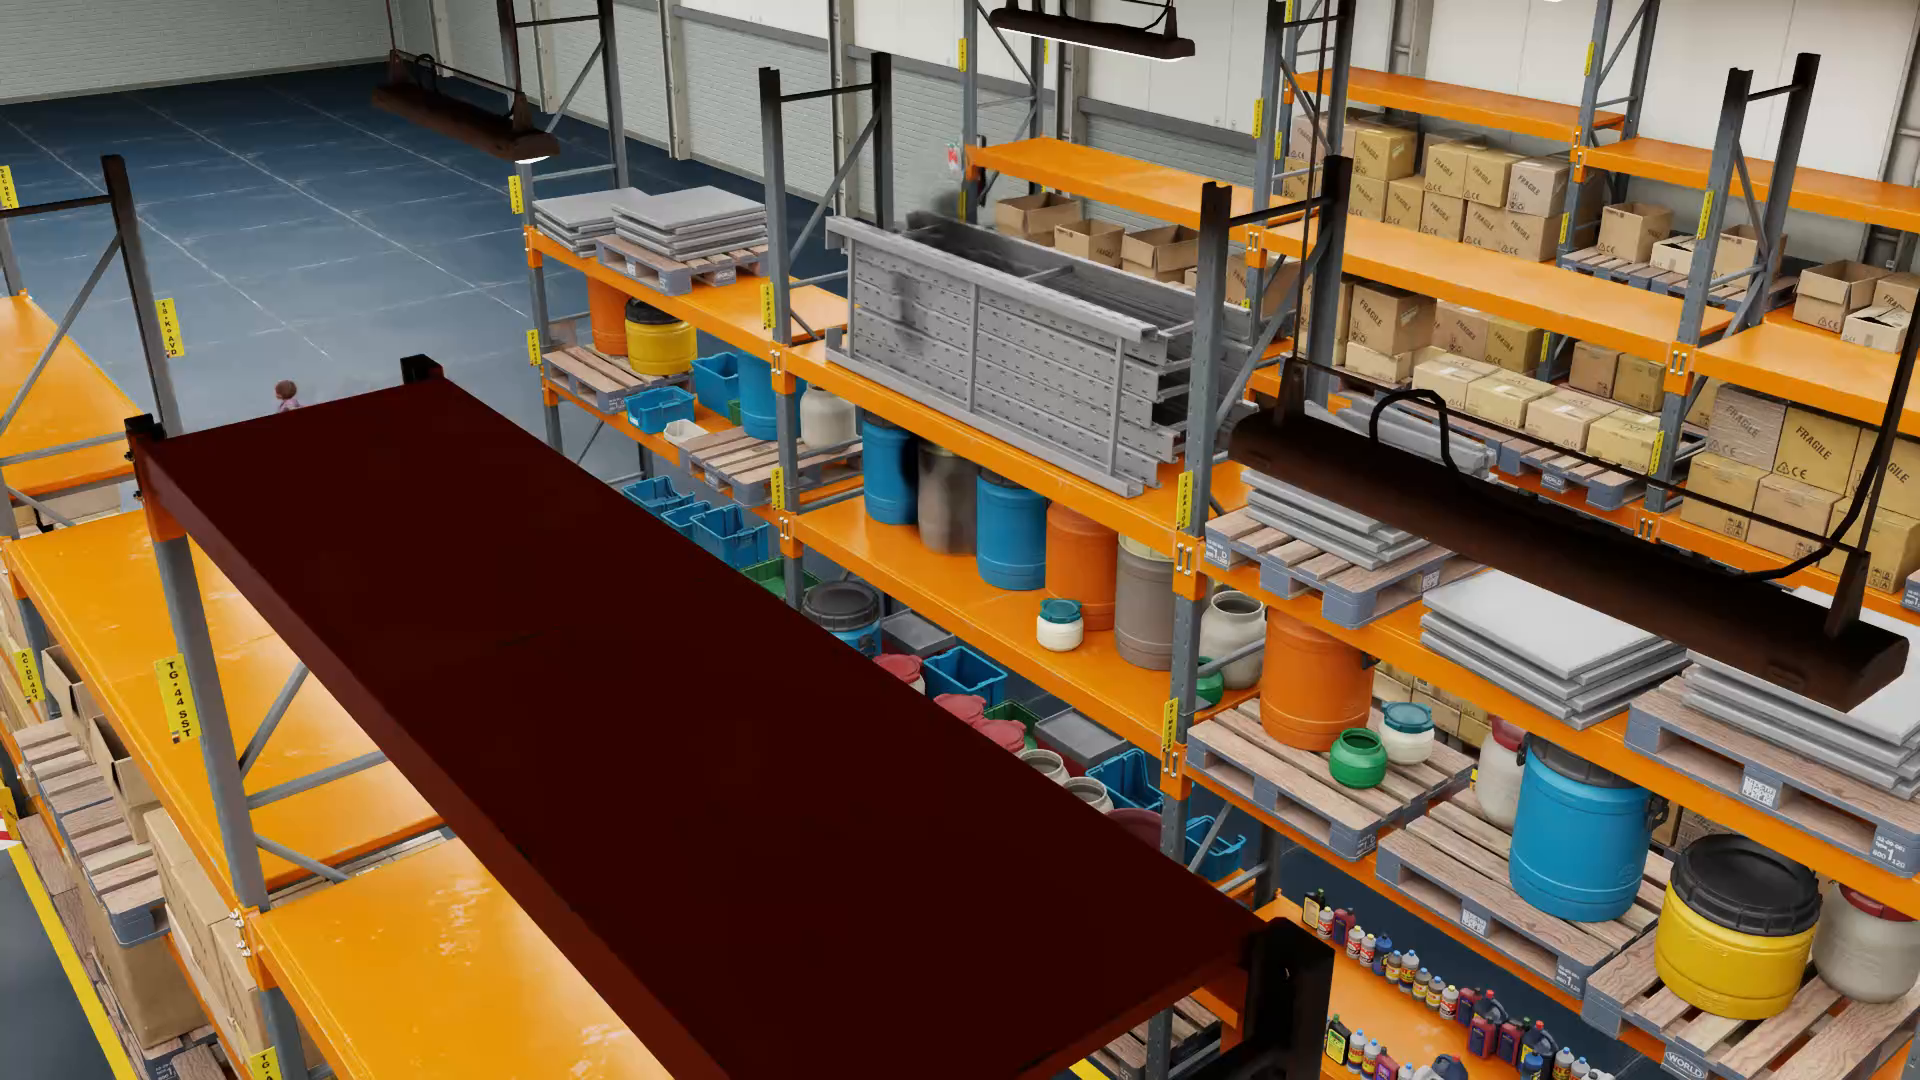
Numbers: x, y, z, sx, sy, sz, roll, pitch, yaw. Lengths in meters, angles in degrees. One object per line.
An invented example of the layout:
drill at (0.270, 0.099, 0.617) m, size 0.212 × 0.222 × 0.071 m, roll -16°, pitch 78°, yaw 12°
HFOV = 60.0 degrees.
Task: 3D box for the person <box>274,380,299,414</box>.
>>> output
person at (-7.471, -1.033, 18.564) m, size 0.615 × 1.576 × 0.519 m, roll -5°, pitch 26°, yaw -11°
